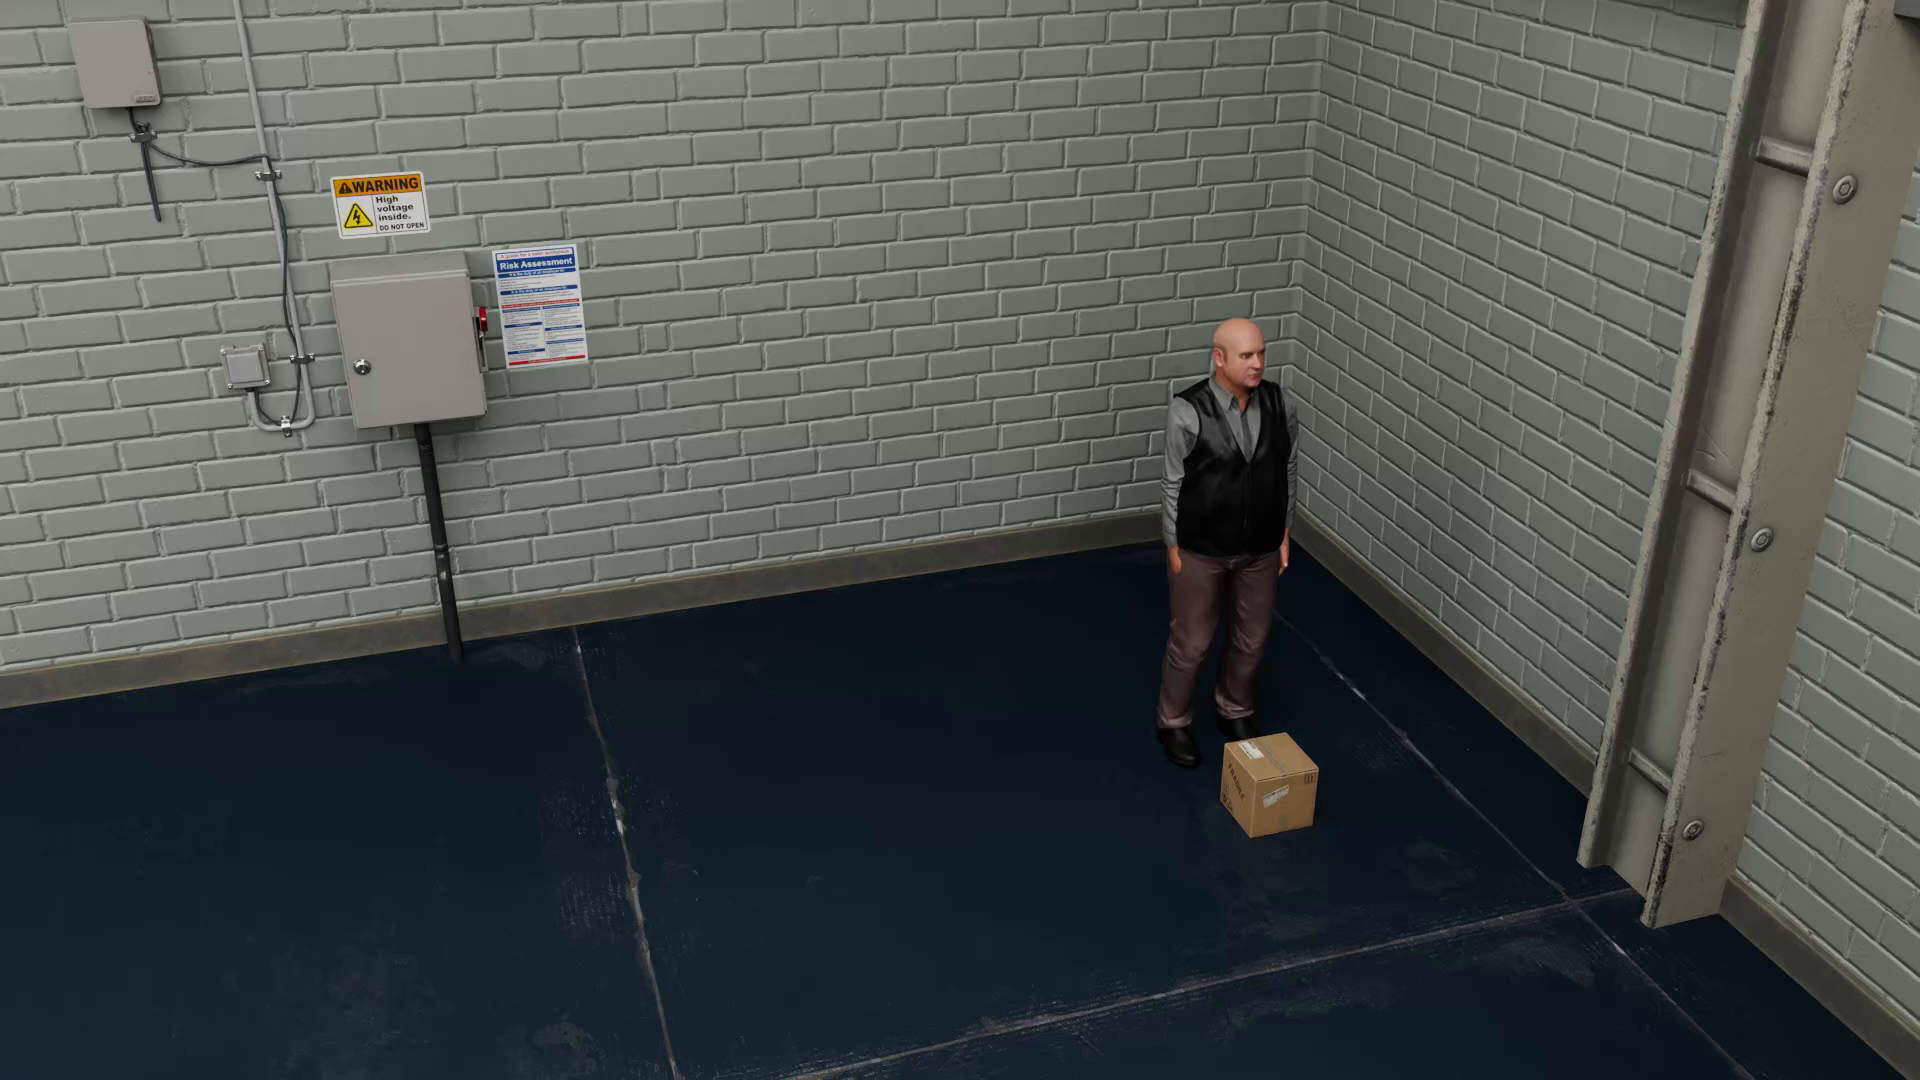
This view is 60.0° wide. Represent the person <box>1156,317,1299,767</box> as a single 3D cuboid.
[{"bbox_3d":[0.986,0.020,6.107,0.531,1.716,0.359,-7,27,-15],"label":"person"}]
